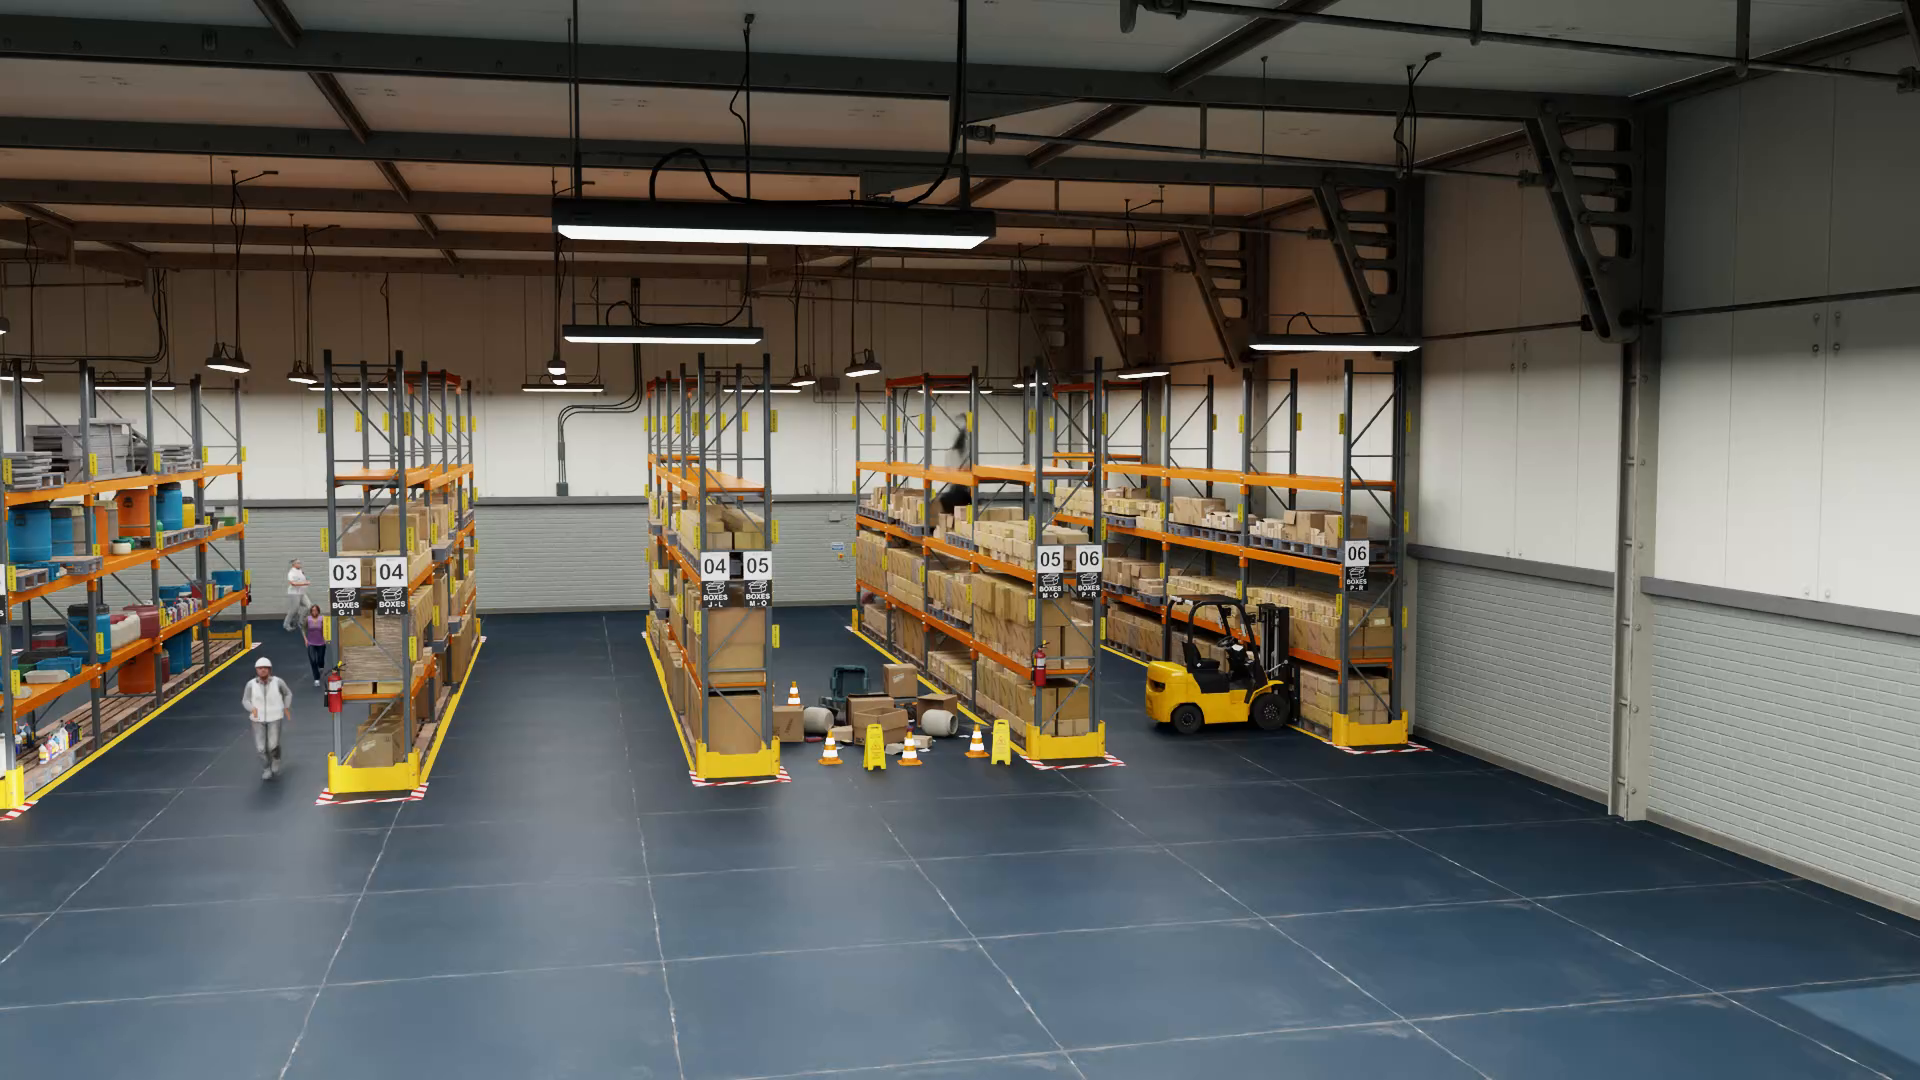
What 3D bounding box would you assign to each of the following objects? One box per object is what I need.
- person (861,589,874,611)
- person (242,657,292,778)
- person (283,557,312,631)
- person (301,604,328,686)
[{"bbox_3d":[-2.305,1.287,41.675,0.574,1.625,0.578,0,4,4],"label":"person"},{"bbox_3d":[-9.733,2.510,23.352,0.640,1.726,0.662,-1,4,-17],"label":"person"},{"bbox_3d":[-16.019,1.331,40.222,0.739,1.834,0.692,0,4,4],"label":"person"},{"bbox_3d":[-12.420,2.008,32.056,0.525,1.562,0.680,-1,4,-20],"label":"person"}]
